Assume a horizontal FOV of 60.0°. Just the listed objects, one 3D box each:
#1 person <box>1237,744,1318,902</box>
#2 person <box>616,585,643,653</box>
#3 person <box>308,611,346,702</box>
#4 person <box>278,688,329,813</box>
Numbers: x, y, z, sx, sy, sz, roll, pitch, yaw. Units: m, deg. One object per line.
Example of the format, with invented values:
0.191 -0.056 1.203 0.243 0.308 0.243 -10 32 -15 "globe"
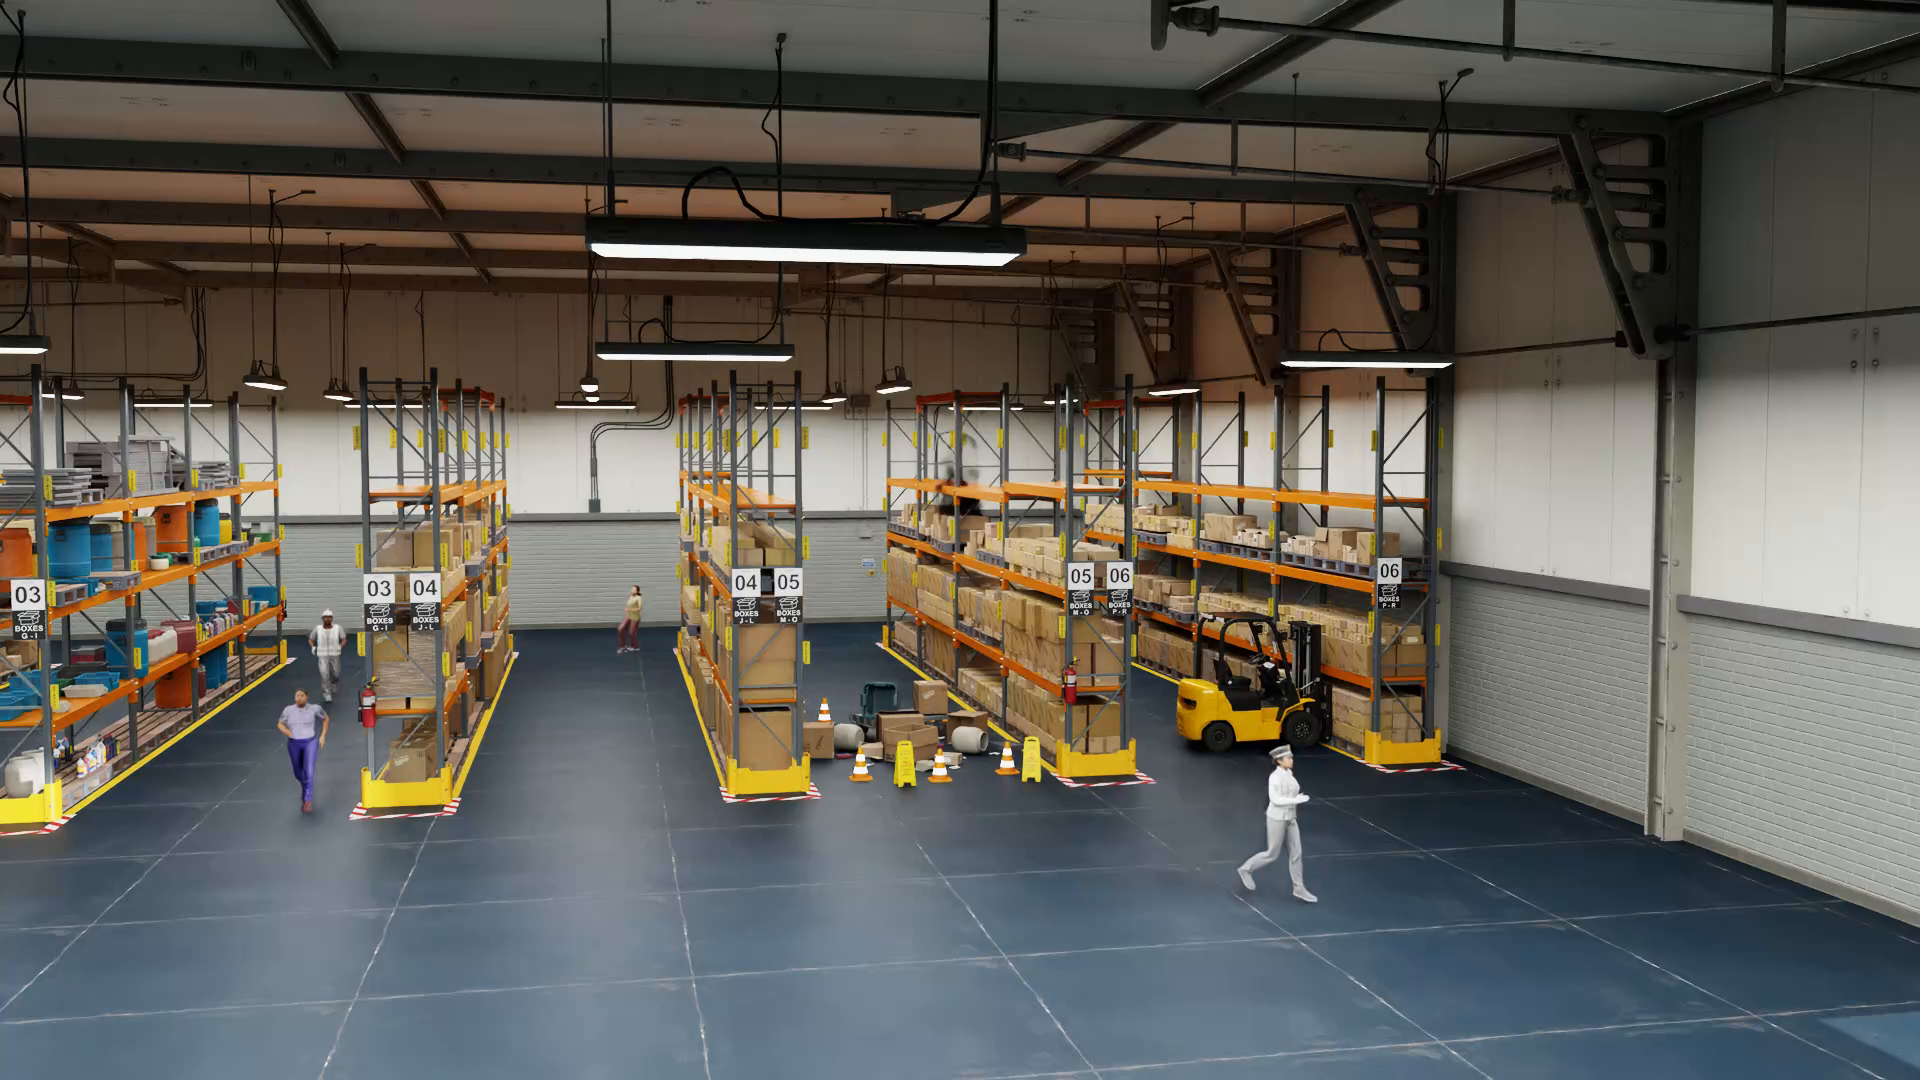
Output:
3.477 3.053 18.138 0.899 1.687 0.631 2 4 34 "person"
-7.739 2.001 39.346 0.574 1.388 0.657 2 4 35 "person"
-12.185 2.226 32.051 0.689 1.739 0.730 -1 4 -23 "person"
-9.004 2.840 22.760 0.613 1.662 0.884 -1 3 -10 "person"
